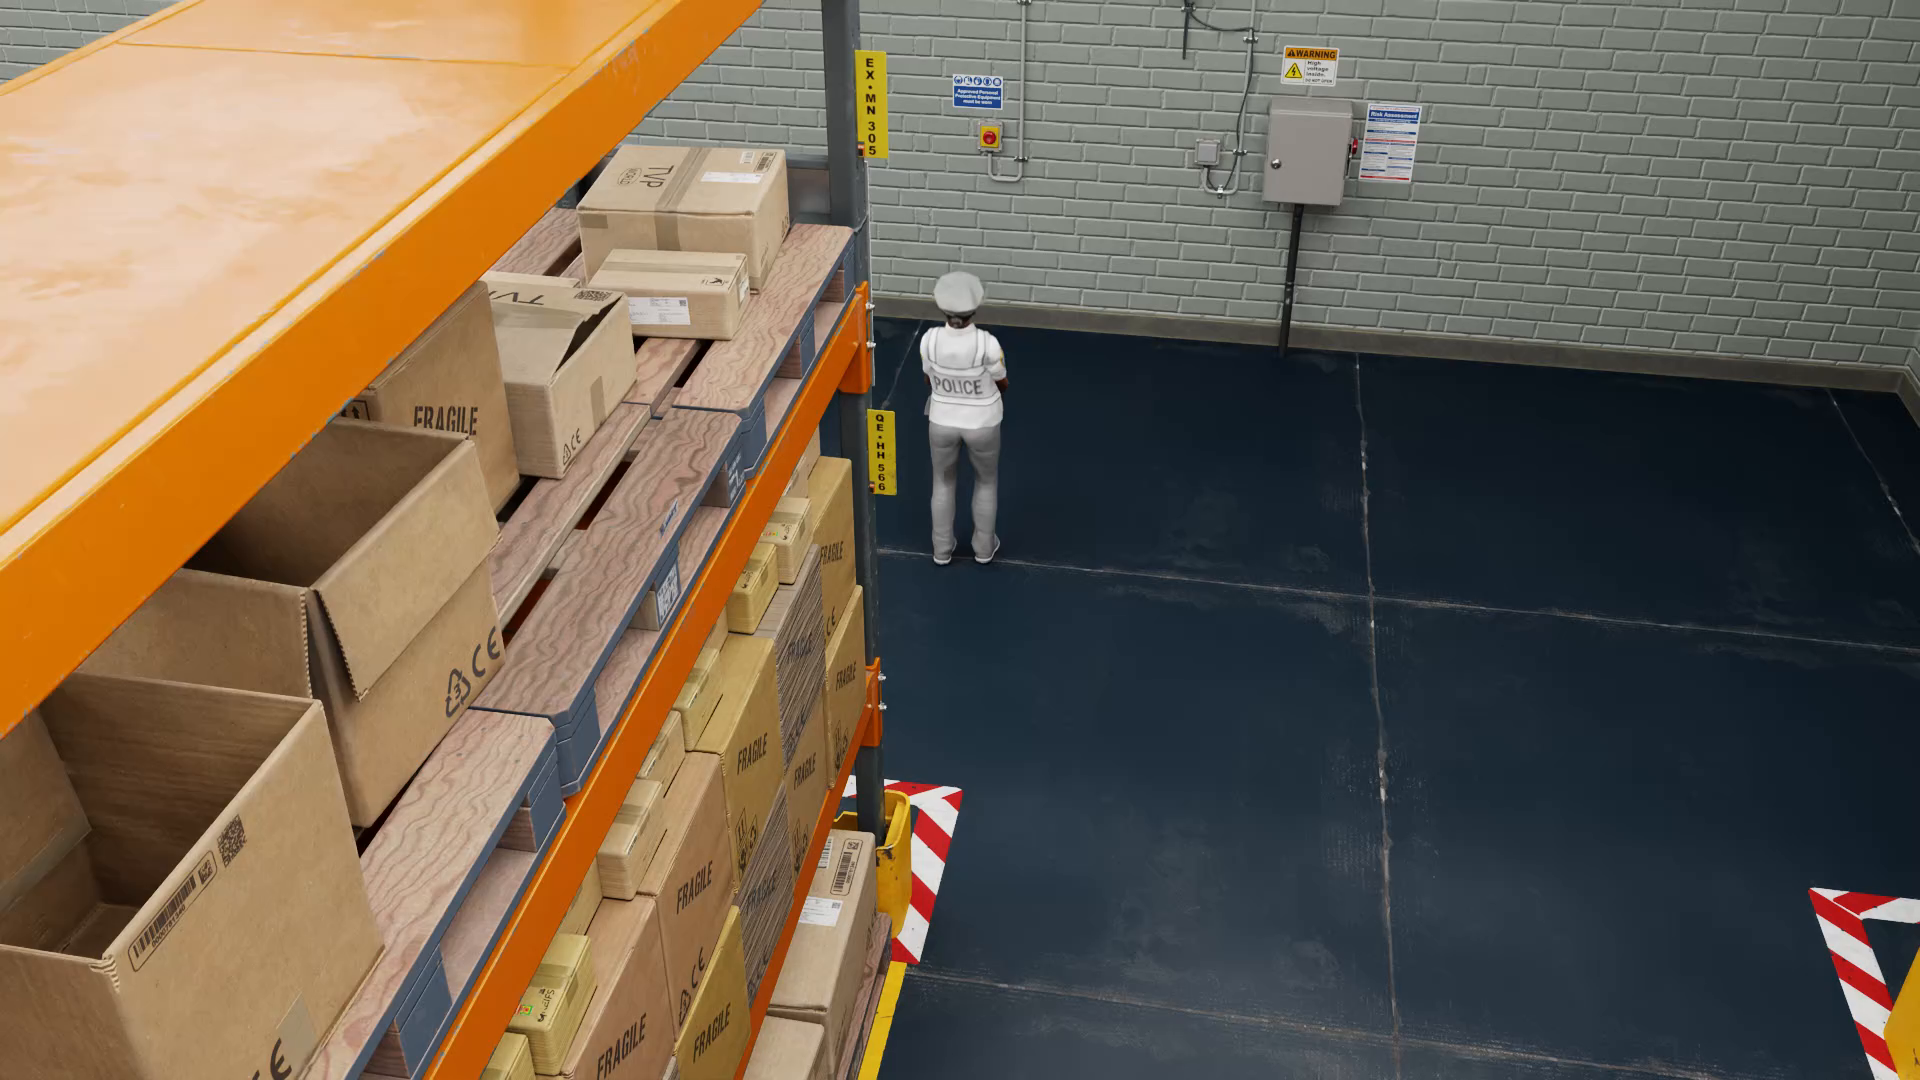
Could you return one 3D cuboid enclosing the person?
[{"bbox_3d":[0.039,-0.648,8.742,0.451,1.682,0.530,6,33,9],"label":"person"}]
